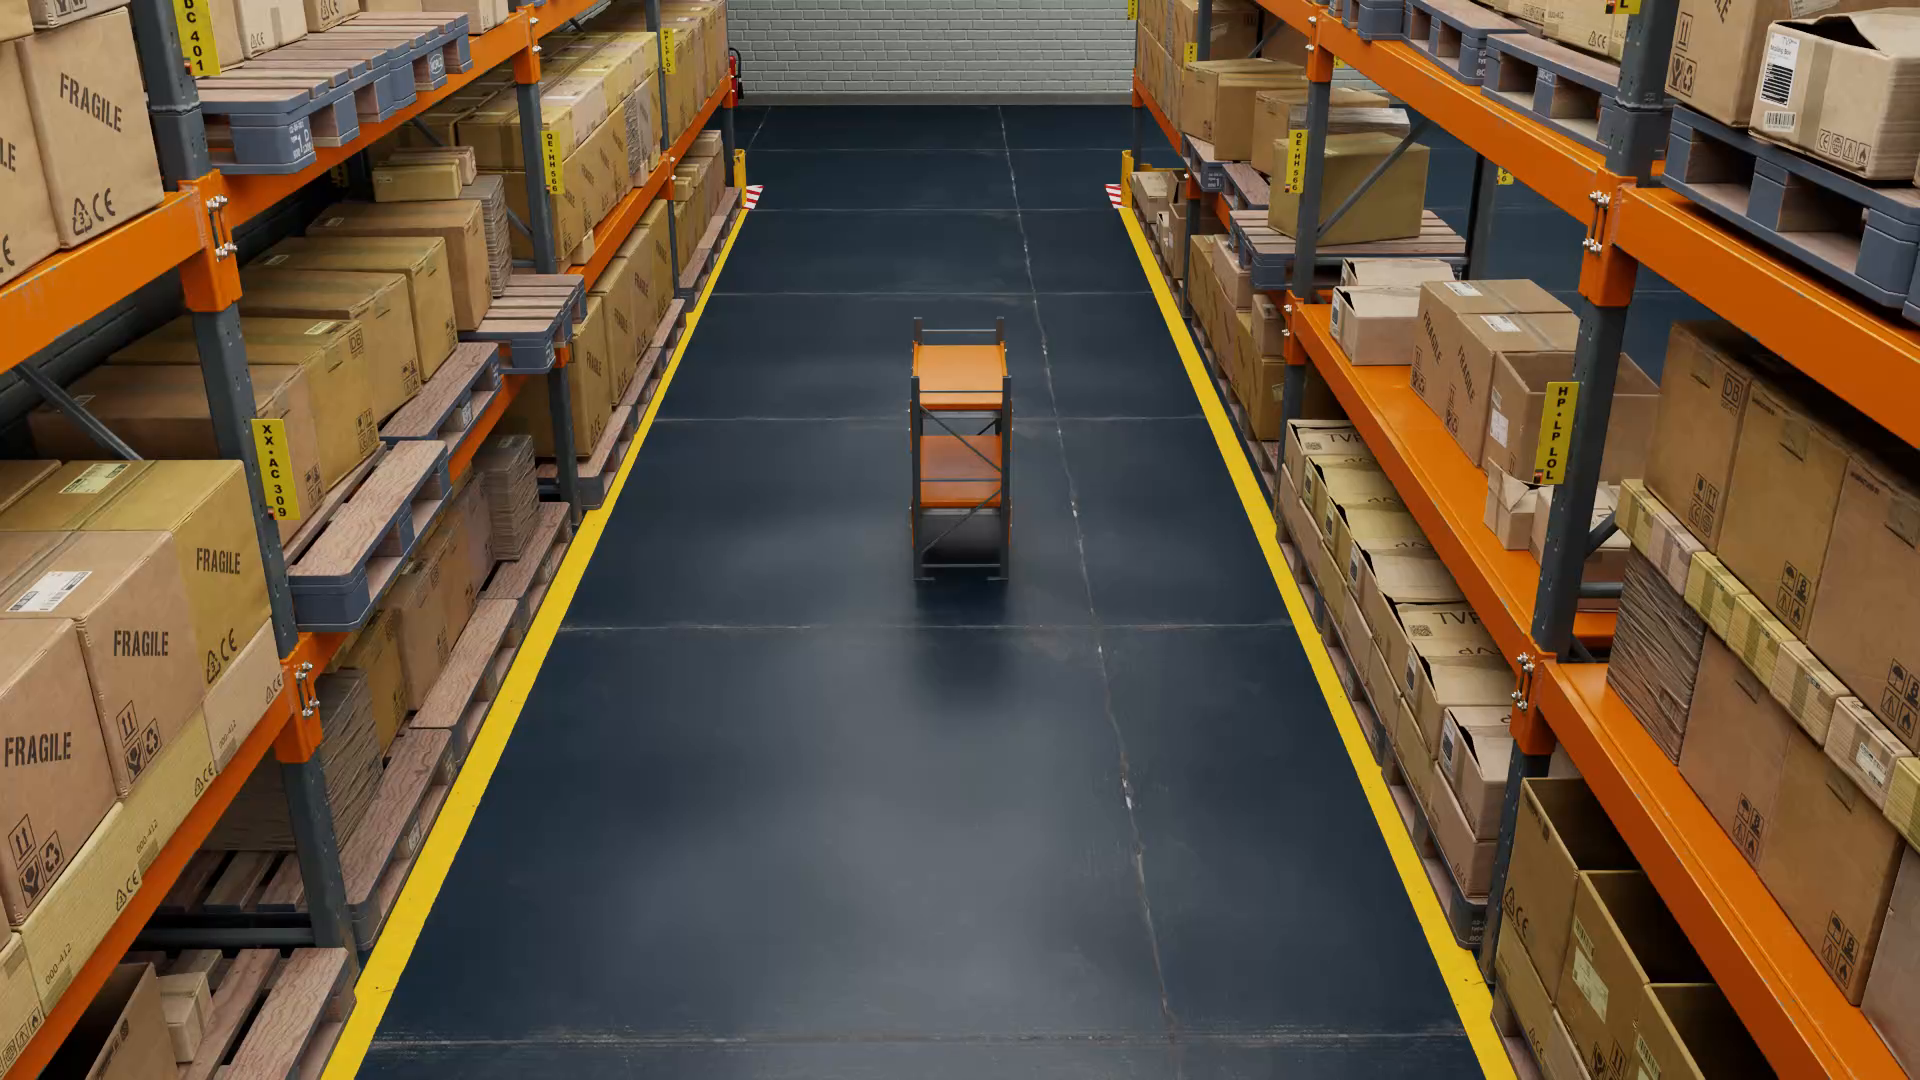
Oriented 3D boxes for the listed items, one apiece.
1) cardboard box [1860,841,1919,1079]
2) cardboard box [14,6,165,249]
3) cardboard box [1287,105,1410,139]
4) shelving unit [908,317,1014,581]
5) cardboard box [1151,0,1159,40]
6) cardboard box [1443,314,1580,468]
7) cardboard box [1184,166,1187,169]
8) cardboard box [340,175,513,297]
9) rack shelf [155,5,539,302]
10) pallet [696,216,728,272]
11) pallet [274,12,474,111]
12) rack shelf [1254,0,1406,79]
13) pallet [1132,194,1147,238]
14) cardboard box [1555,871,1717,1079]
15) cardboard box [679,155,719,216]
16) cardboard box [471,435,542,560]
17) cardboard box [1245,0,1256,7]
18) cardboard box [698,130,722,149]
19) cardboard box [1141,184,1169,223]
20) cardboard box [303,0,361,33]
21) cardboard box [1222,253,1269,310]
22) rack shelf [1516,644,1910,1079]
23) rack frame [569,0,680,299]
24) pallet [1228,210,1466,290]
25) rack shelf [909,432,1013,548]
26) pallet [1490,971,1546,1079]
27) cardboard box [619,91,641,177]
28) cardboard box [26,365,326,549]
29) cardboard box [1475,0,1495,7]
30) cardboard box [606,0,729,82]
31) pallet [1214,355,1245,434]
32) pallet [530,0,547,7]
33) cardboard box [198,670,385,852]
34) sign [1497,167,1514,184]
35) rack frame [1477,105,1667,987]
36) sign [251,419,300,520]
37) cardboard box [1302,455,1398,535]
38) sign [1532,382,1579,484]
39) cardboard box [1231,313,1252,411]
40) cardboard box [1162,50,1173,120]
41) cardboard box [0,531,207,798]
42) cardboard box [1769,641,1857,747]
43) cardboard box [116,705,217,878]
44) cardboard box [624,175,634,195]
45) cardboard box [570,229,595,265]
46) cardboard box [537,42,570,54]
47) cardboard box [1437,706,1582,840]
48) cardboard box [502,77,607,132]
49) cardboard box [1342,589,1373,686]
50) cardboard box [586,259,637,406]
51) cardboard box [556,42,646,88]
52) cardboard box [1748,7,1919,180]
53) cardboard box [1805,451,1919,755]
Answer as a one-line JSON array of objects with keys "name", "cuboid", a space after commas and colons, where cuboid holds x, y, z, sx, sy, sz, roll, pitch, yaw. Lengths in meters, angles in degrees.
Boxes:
[{"name": "cardboard box", "cuboid": [2.371, 0.937, 3.416, 0.700, 0.500, 0.500, 0, 24, 1]}, {"name": "cardboard box", "cuboid": [-2.361, -1.025, 4.090, 0.500, 0.500, 0.500, 0, 24, 1]}, {"name": "cardboard box", "cuboid": [2.358, -2.357, 10.190, 0.700, 0.500, 0.500, 4, 25, 9]}, {"name": "shelving unit", "cuboid": [0.000, -0.515, 9.024, 0.538, 1.125, 1.048, 0, 24, -1]}, {"name": "cardboard box", "cuboid": [1.964, -4.675, 14.613, 0.500, 0.500, 0.500, 0, 24, 0]}, {"name": "cardboard box", "cuboid": [2.336, -0.621, 6.861, 0.500, 0.500, 0.500, 0, 24, 0]}, {"name": "cardboard box", "cuboid": [2.461, -3.618, 16.110, 0.500, 0.500, 0.500, 0, 24, -1]}, {"name": "cardboard box", "cuboid": [-2.642, -1.512, 8.297, 0.700, 0.500, 0.500, -3, 25, -7]}, {"name": "rack shelf", "cuboid": [-2.635, -1.674, 6.545, 1.077, 0.370, 4.000, 0, 24, -1]}, {"name": "pallet", "cuboid": [-2.647, -2.655, 14.864, 1.003, 0.211, 1.213, 0, 24, -1]}, {"name": "pallet", "cuboid": [-2.528, -1.775, 6.121, 1.213, 0.211, 1.003, 0, 24, -1]}, {"name": "rack shelf", "cuboid": [2.274, -3.346, 10.242, 1.077, 0.370, 4.000, 0, 24, -1]}, {"name": "pallet", "cuboid": [2.219, -3.149, 15.957, 1.003, 0.211, 1.213, 0, 24, -1]}, {"name": "cardboard box", "cuboid": [2.045, 1.283, 4.690, 0.500, 0.500, 0.500, 0, 24, -1]}, {"name": "cardboard box", "cuboid": [-2.631, -3.314, 15.461, 0.700, 0.500, 0.500, 0, 24, -1]}, {"name": "cardboard box", "cuboid": [-2.597, -0.224, 8.606, 0.700, 0.500, 0.500, 0, 24, 0]}, {"name": "cardboard box", "cuboid": [2.523, -4.041, 13.209, 0.500, 0.500, 0.500, -1, 24, -2]}, {"name": "cardboard box", "cuboid": [-2.453, -3.764, 15.669, 0.380, 0.149, 0.250, -1, 24, -1]}, {"name": "cardboard box", "cuboid": [1.942, -3.090, 15.245, 0.500, 0.250, 0.500, 0, 24, -1]}, {"name": "cardboard box", "cuboid": [-2.553, -2.149, 6.090, 0.500, 0.500, 0.500, -1, 24, -2]}, {"name": "cardboard box", "cuboid": [2.031, -1.715, 10.992, 0.500, 0.250, 0.500, -1, 24, -2]}, {"name": "rack shelf", "cuboid": [2.362, 1.317, 3.571, 1.077, 0.370, 4.000, 0, 24, -1]}, {"name": "rack frame", "cuboid": [-2.701, -3.108, 12.481, 1.000, 3.000, 0.127, 0, 24, -1]}, {"name": "pallet", "cuboid": [2.219, -1.675, 9.546, 1.213, 0.211, 1.003, 0, 24, -1]}, {"name": "rack shelf", "cuboid": [0.000, -0.293, 9.125, 0.538, 0.278, 1.000, 0, 24, -1]}, {"name": "pallet", "cuboid": [2.307, 1.763, 5.095, 1.003, 0.211, 1.213, 0, 24, -1]}, {"name": "cardboard box", "cuboid": [-2.431, -2.692, 11.055, 0.500, 0.500, 0.500, 0, 24, 0]}, {"name": "cardboard box", "cuboid": [-2.585, -0.267, 5.545, 0.700, 0.500, 0.500, 0, 24, 0]}, {"name": "cardboard box", "cuboid": [2.376, -2.335, 6.804, 0.500, 0.250, 0.500, -1, 24, -2]}, {"name": "cardboard box", "cuboid": [-2.729, -4.682, 15.599, 0.980, 0.700, 0.700, 1, 24, 2]}, {"name": "pallet", "cuboid": [2.315, -1.022, 11.253, 1.003, 0.211, 1.213, 0, 24, -1]}, {"name": "pallet", "cuboid": [-2.717, -3.005, 8.844, 1.213, 0.211, 1.003, 1, 24, 2]}, {"name": "cardboard box", "cuboid": [-2.638, 0.824, 6.287, 0.700, 0.500, 0.500, 1, 24, 1]}, {"name": "sign", "cuboid": [2.851, -2.015, 8.659, 0.100, 0.325, 0.005, 0, 24, -1]}, {"name": "rack frame", "cuboid": [2.340, 0.165, 5.245, 1.000, 3.000, 0.127, 0, 24, -1]}, {"name": "sign", "cuboid": [-2.071, -0.211, 5.026, 0.100, 0.325, 0.005, 0, 24, -1]}, {"name": "cardboard box", "cuboid": [2.022, -0.244, 8.295, 0.500, 0.311, 0.500, -1, 24, -2]}, {"name": "sign", "cuboid": [1.797, -0.320, 5.009, 0.100, 0.325, 0.005, 0, 24, -1]}, {"name": "cardboard box", "cuboid": [2.046, -1.142, 10.635, 0.500, 0.500, 0.500, -1, 24, -2]}, {"name": "cardboard box", "cuboid": [1.976, -3.806, 13.904, 0.500, 0.500, 0.500, 0, 24, 1]}, {"name": "cardboard box", "cuboid": [-2.288, 0.305, 4.182, 0.500, 0.500, 0.500, 0, 24, -1]}, {"name": "cardboard box", "cuboid": [2.161, 0.356, 3.913, 0.380, 0.149, 0.250, -1, 24, -2]}, {"name": "cardboard box", "cuboid": [-2.308, 0.647, 4.337, 0.500, 0.250, 0.500, 0, 24, 0]}, {"name": "cardboard box", "cuboid": [-2.432, -2.444, 11.294, 0.380, 0.149, 0.250, 0, 24, -1]}, {"name": "cardboard box", "cuboid": [-2.342, -1.705, 9.659, 0.380, 0.149, 0.250, 0, 24, 1]}, {"name": "cardboard box", "cuboid": [-2.944, -3.233, 11.342, 0.500, 0.250, 0.500, 0, 24, 0]}, {"name": "cardboard box", "cuboid": [2.049, 0.805, 5.976, 0.500, 0.311, 0.500, 0, 24, -1]}, {"name": "cardboard box", "cuboid": [-2.420, -2.607, 9.958, 0.500, 0.250, 0.500, 0, 24, 0]}, {"name": "cardboard box", "cuboid": [2.031, 0.428, 7.491, 0.500, 0.250, 0.500, 0, 24, 1]}, {"name": "cardboard box", "cuboid": [-2.537, -1.336, 10.663, 0.750, 0.750, 0.750, 0, 24, -1]}, {"name": "cardboard box", "cuboid": [-2.444, -3.237, 11.352, 0.500, 0.250, 0.500, 0, 24, 1]}, {"name": "cardboard box", "cuboid": [2.087, -0.985, 3.577, 0.500, 0.311, 0.500, -2, 24, -3]}, {"name": "cardboard box", "cuboid": [2.362, 0.126, 3.636, 0.700, 0.500, 0.500, 0, 24, -1]}]
